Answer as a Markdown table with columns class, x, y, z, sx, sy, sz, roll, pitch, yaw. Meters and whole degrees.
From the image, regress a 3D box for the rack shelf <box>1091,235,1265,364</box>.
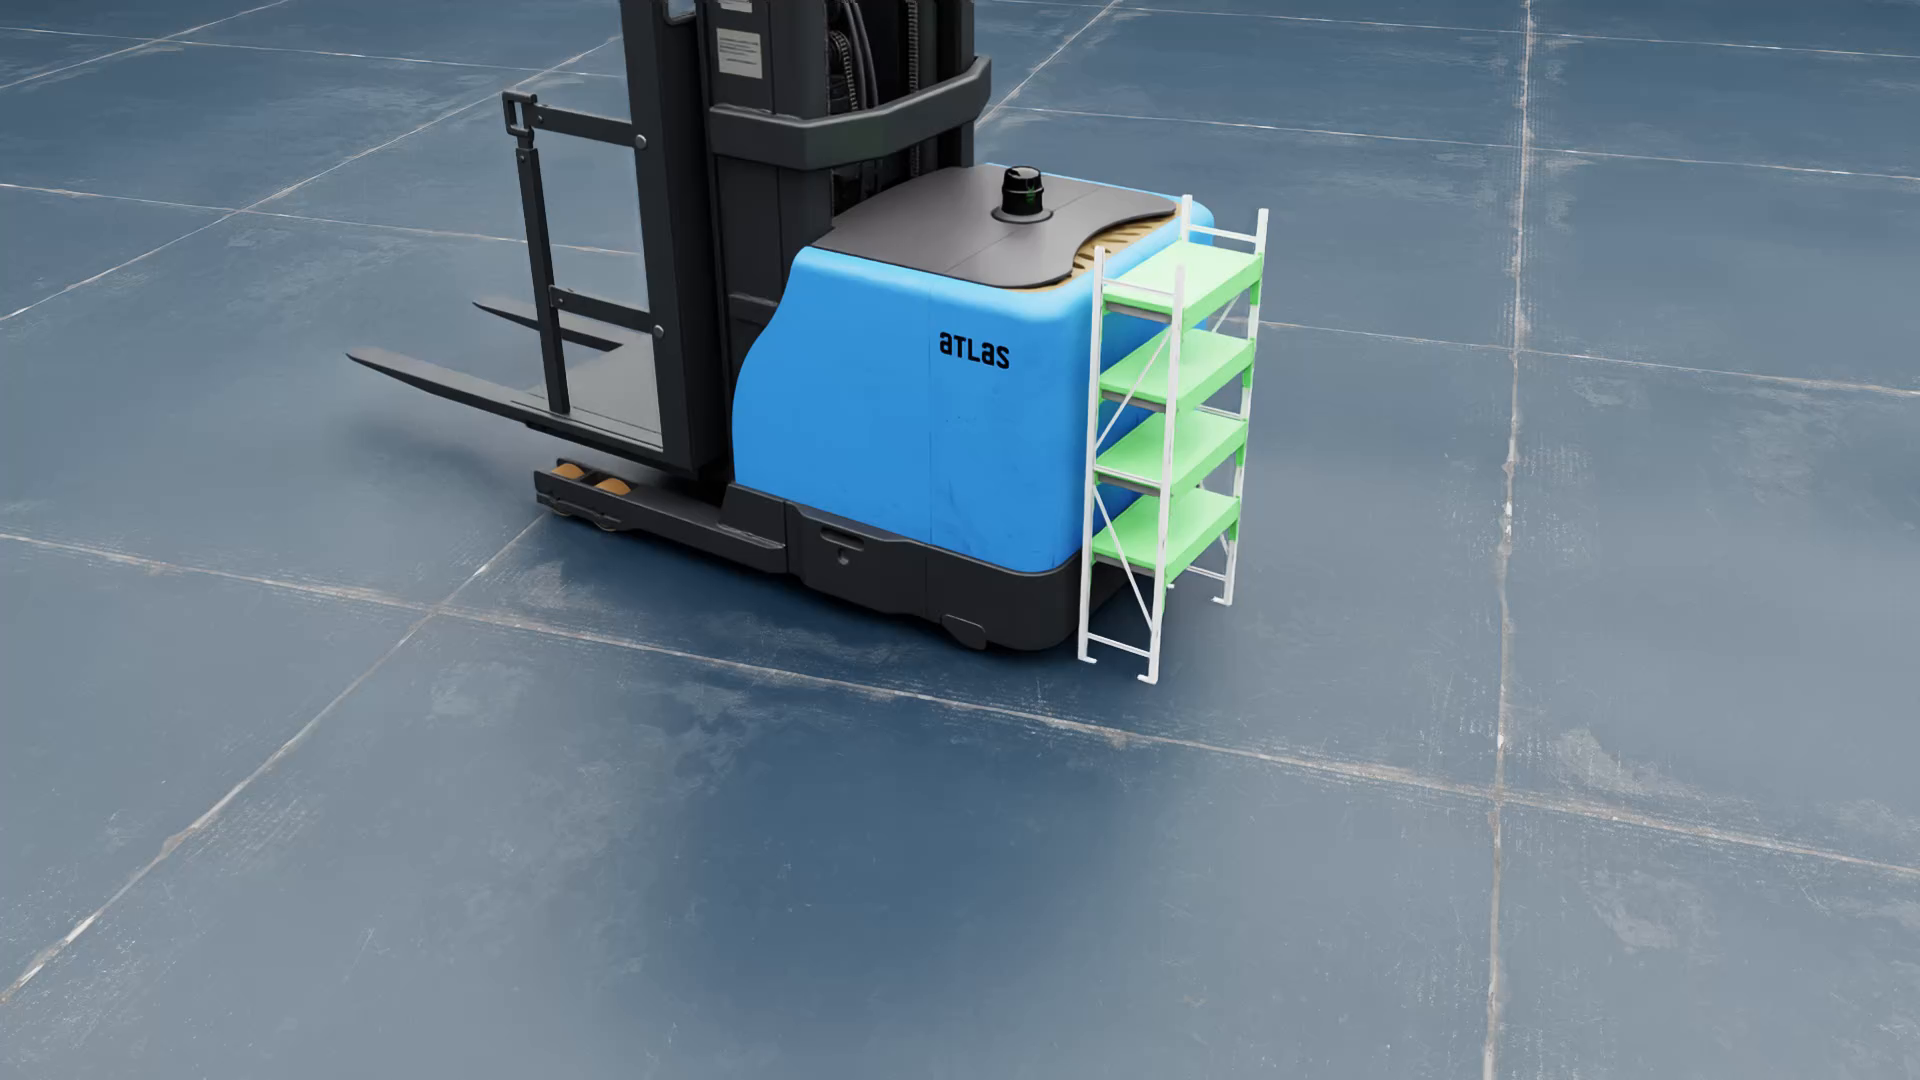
| class | x | y | z | sx | sy | sz | roll | pitch | yaw |
| --- | --- | --- | --- | --- | --- | --- | --- | --- | --- |
| rack shelf | 0.566 | -0.627 | 4.287 | 0.258 | 0.148 | 0.480 | 17 | 33 | 28 |

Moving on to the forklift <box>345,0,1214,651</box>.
| class | x | y | z | sx | sy | sz | roll | pitch | yaw |
| --- | --- | --- | --- | --- | --- | --- | --- | --- | --- |
| forklift | -0.770 | -1.505 | 4.941 | 3.031 | 2.935 | 1.130 | 17 | 33 | 28 |

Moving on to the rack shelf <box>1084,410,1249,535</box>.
| class | x | y | z | sx | sy | sz | roll | pitch | yaw |
| --- | --- | --- | --- | --- | --- | --- | --- | --- | --- |
| rack shelf | 0.566 | -0.208 | 4.520 | 0.258 | 0.148 | 0.480 | 17 | 33 | 28 |

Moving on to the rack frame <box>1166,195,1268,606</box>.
| class | x | y | z | sx | sy | sz | roll | pitch | yaw |
| --- | --- | --- | --- | --- | --- | --- | --- | --- | --- |
| rack frame | 0.697 | -0.363 | 4.669 | 0.240 | 1.200 | 0.015 | 17 | 33 | 28 |

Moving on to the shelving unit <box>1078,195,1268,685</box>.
| class | x | y | z | sx | sy | sz | roll | pitch | yaw |
| --- | --- | --- | --- | --- | --- | --- | --- | --- | --- |
| shelving unit | 0.566 | -0.263 | 4.489 | 0.258 | 1.200 | 0.503 | 17 | 33 | 28 |

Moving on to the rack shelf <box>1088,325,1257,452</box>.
| class | x | y | z | sx | sy | sz | roll | pitch | yaw |
| --- | --- | --- | --- | --- | --- | --- | --- | --- | --- |
| rack shelf | 0.566 | -0.417 | 4.403 | 0.258 | 0.148 | 0.480 | 17 | 33 | 28 |

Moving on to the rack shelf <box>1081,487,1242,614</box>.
| class | x | y | z | sx | sy | sz | roll | pitch | yaw |
| --- | --- | --- | --- | --- | --- | --- | --- | --- | --- |
| rack shelf | 0.566 | 0.002 | 4.637 | 0.258 | 0.148 | 0.480 | 17 | 33 | 28 |

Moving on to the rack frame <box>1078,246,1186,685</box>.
| class | x | y | z | sx | sy | sz | roll | pitch | yaw |
| --- | --- | --- | --- | --- | --- | --- | --- | --- | --- |
| rack frame | 0.435 | -0.163 | 4.309 | 0.240 | 1.200 | 0.015 | 17 | 33 | 28 |
